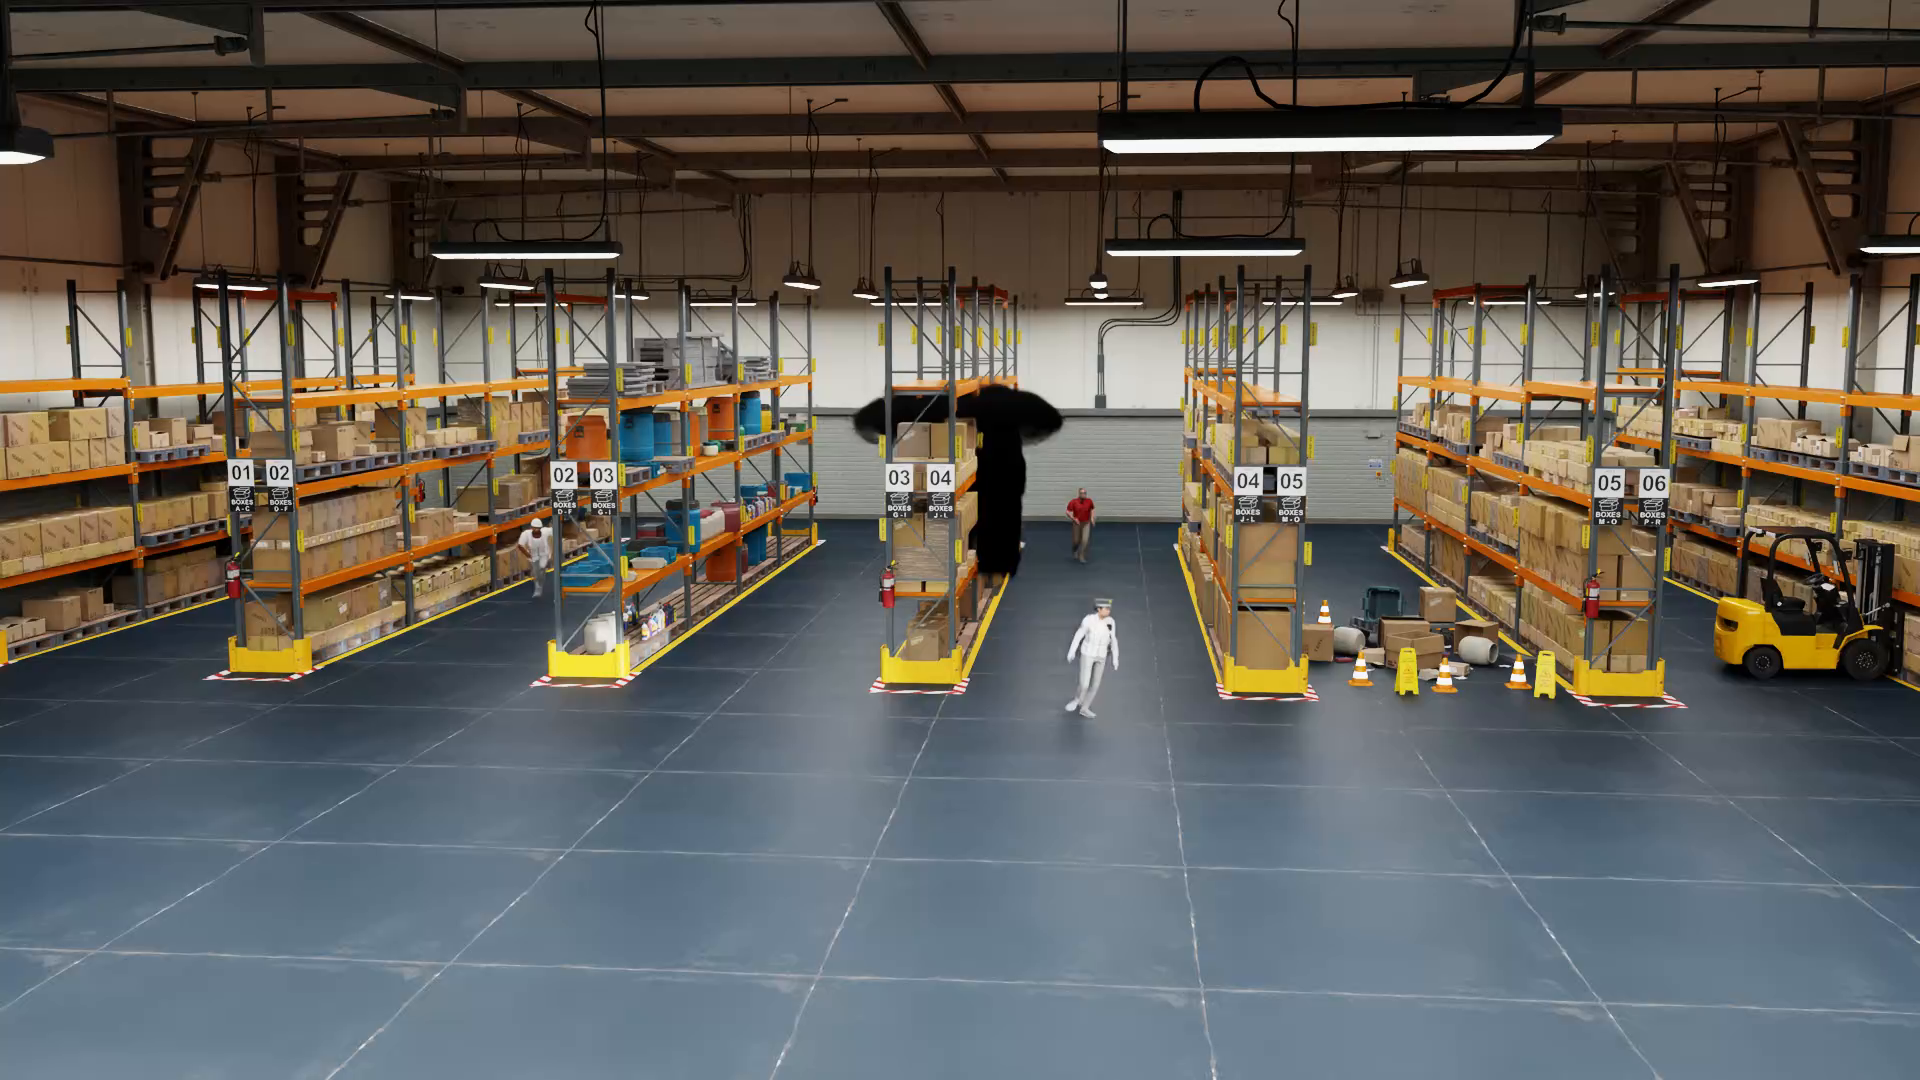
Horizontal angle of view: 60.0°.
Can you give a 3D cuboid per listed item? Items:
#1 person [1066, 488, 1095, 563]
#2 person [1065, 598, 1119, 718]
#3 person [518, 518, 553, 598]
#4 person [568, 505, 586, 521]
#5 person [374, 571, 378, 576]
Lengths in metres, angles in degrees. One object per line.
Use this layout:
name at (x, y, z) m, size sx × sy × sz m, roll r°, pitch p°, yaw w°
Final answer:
person at (2.697, -0.337, 37.256) m, size 0.663 × 1.678 × 0.772 m, roll -1°, pitch 7°, yaw -6°
person at (1.756, 1.546, 21.945) m, size 0.632 × 1.625 × 0.551 m, roll -2°, pitch 7°, yaw -19°
person at (-7.916, 0.346, 31.215) m, size 0.735 × 1.595 × 1.070 m, roll -2°, pitch 7°, yaw -14°
person at (-9.811, -0.937, 42.730) m, size 0.598 × 1.538 × 0.524 m, roll 2°, pitch 7°, yaw 13°
person at (-11.283, 0.282, 31.981) m, size 0.728 × 1.734 × 0.721 m, roll -1°, pitch 7°, yaw -6°
